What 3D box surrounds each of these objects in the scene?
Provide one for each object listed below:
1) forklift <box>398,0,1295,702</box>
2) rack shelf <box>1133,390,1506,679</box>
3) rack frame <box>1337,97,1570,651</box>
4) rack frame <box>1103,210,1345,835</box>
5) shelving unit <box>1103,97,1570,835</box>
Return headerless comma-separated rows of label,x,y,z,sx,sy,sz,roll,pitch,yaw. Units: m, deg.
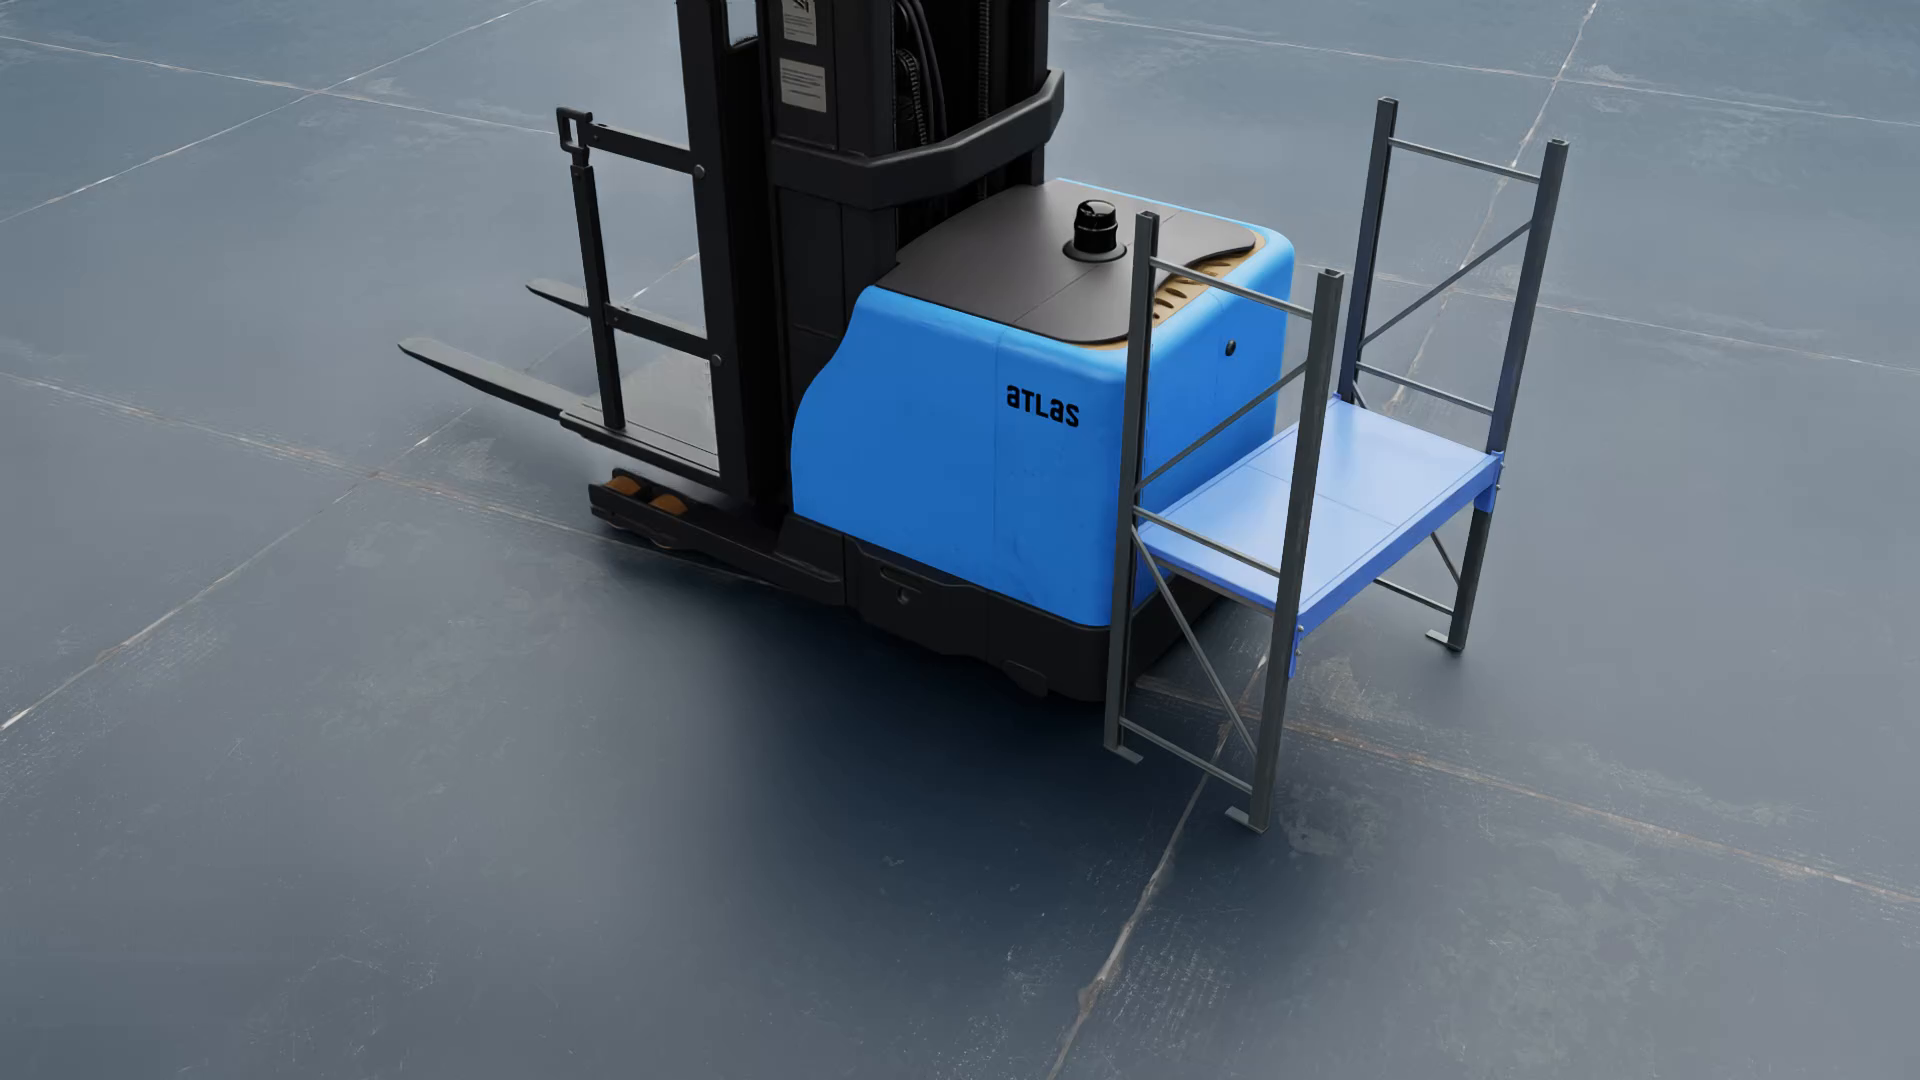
forklift,-0.564,-1.415,4.736,3.031,2.935,1.130,21,39,28
rack shelf,0.916,-0.049,4.285,0.538,0.185,1.000,26,41,34
rack frame,1.257,-0.406,4.501,0.500,1.500,0.032,26,41,34
rack frame,0.575,0.008,3.871,0.500,1.500,0.032,26,41,34
shelving unit,0.916,-0.199,4.186,0.538,1.500,1.048,26,41,34
